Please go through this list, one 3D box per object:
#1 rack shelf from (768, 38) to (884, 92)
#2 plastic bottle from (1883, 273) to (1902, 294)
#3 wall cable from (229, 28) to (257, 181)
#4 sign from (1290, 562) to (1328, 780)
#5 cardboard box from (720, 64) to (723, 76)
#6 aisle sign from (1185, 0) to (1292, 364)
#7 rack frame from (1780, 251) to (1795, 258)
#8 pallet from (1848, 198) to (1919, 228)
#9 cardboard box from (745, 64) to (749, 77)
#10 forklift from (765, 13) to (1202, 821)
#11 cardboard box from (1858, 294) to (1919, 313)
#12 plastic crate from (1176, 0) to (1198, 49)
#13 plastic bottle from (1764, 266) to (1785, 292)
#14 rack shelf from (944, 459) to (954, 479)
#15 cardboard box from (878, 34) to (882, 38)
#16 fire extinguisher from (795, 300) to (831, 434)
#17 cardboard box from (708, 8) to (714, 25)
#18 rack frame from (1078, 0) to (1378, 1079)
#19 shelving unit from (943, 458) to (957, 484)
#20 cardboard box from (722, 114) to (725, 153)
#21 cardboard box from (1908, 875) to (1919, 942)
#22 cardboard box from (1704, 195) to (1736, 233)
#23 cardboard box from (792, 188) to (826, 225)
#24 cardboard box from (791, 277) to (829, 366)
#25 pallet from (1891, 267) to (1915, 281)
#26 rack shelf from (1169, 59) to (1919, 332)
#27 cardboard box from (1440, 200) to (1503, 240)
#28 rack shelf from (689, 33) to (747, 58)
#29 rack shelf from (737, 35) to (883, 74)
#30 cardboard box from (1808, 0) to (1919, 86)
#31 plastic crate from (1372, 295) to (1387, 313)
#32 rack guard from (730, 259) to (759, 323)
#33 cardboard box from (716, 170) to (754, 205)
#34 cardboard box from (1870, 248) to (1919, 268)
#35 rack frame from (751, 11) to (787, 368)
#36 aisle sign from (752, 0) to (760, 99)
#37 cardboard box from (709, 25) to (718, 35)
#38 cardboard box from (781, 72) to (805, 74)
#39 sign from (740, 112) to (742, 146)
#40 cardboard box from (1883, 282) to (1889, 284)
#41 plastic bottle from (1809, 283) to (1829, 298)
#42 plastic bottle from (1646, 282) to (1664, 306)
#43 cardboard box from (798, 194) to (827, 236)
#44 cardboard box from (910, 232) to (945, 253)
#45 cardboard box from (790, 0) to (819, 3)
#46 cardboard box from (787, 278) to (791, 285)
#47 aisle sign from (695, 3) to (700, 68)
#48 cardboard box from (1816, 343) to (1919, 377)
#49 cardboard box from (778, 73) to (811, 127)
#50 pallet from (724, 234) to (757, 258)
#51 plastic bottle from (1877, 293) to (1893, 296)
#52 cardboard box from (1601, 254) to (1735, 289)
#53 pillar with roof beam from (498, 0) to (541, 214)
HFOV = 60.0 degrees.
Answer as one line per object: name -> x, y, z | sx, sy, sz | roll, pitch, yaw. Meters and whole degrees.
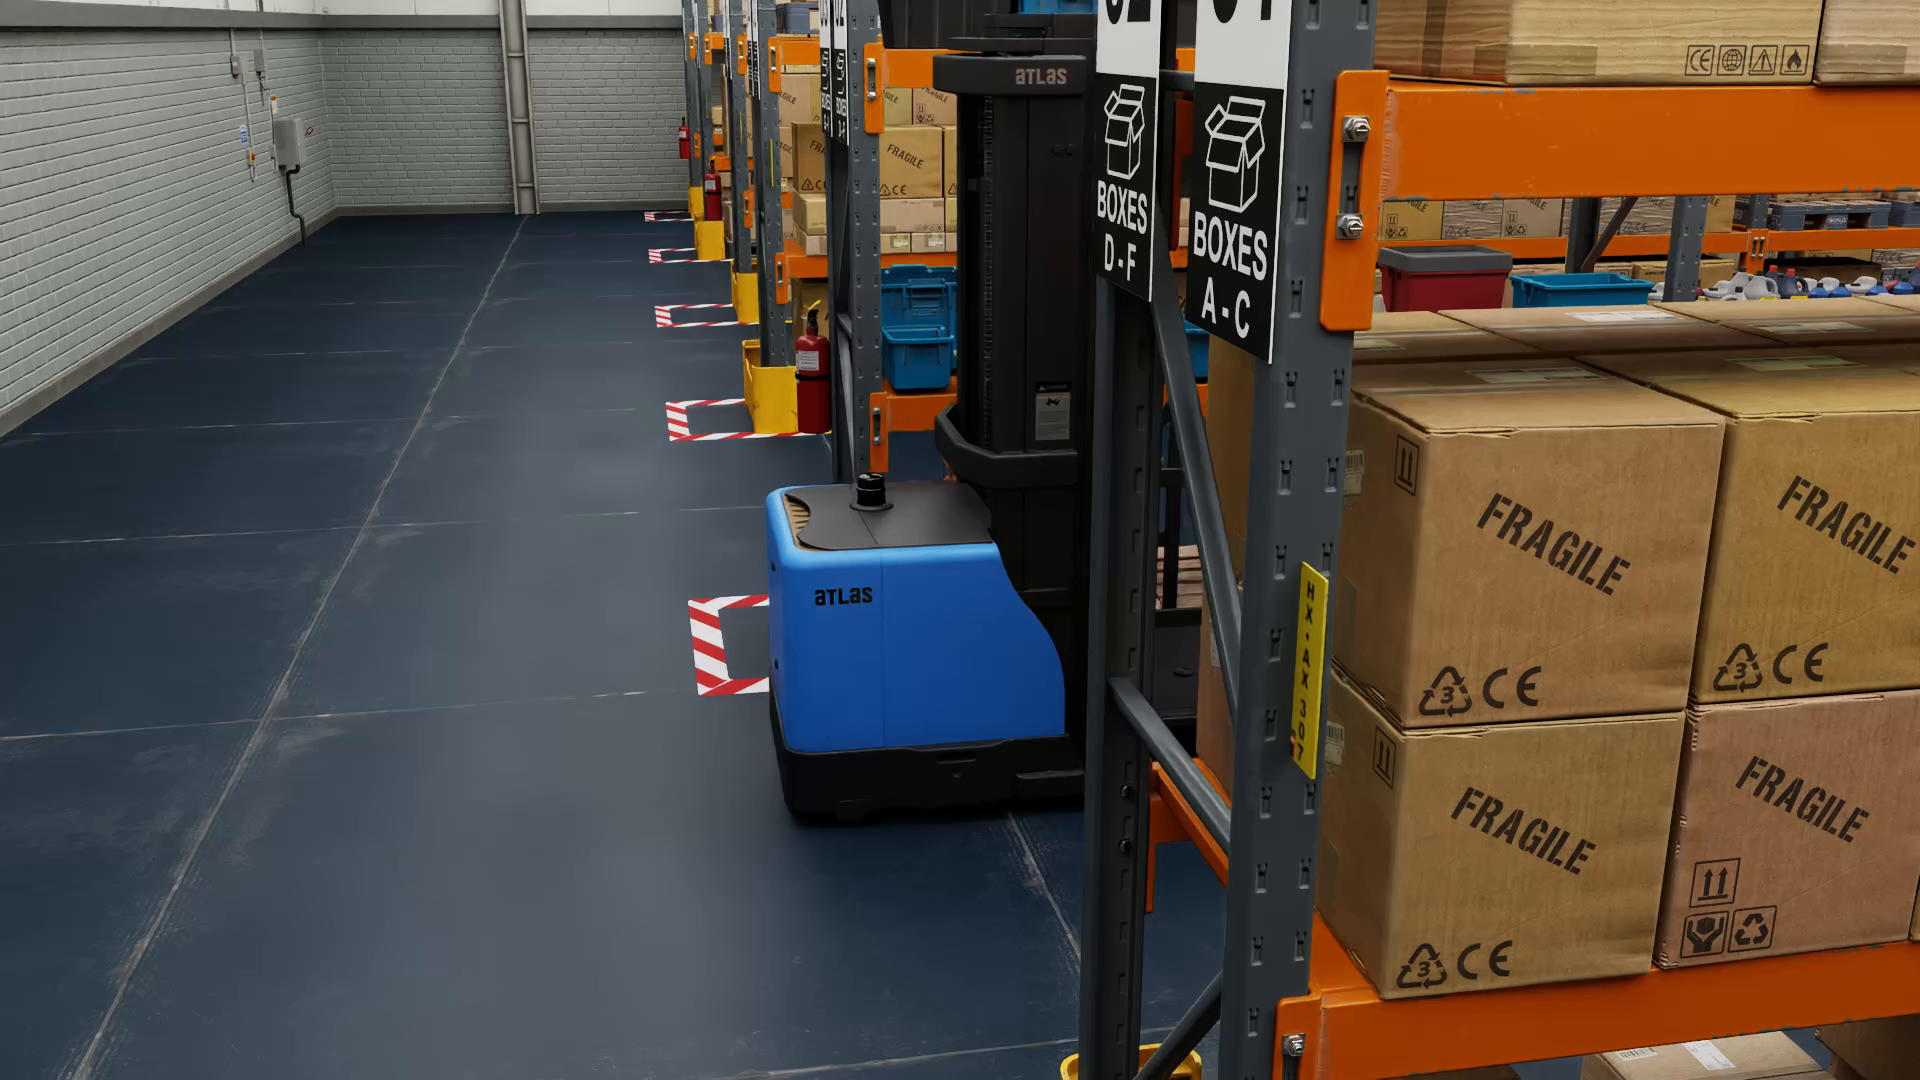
rack shelf -> 0.522, -3.598, 12.534 | 4.000, 0.370, 1.077 | -3, 17, -10
plastic bottle -> 5.184, -1.346, 9.284 | 0.133, 0.283, 0.061 | -3, 17, -10
wall cable -> -8.853, -5.433, 20.609 | 0.123, 1.953, 0.585 | -3, 17, -10
sign -> 0.537, 0.202, 2.571 | 0.005, 0.325, 0.100 | -3, 17, -10
cardboard box -> -3.007, -6.167, 21.804 | 0.250, 0.149, 0.380 | -3, 17, -10
aisle sign -> 0.423, -0.695, 2.538 | 0.004, 0.787, 0.394 | -3, 17, -10
rack frame -> 9.499, -4.501, 19.356 | 0.127, 3.000, 1.000 | -3, 17, -10
pallet -> 8.349, -2.873, 14.383 | 1.213, 0.211, 1.003 | -3, 17, -10
cardboard box -> -2.676, -6.064, 21.470 | 0.250, 0.149, 0.380 | -3, 17, -9
forklift -> 0.754, -0.533, 6.554 | 3.031, 2.935, 1.130 | -3, 17, -10
cardboard box -> 2.327, -0.258, 3.669 | 0.500, 0.500, 0.500 | -3, 17, -9
plastic crate -> 1.051, -2.379, 7.445 | 0.767, 0.338, 0.504 | -3, 17, -10
plastic bottle -> 4.448, -1.324, 9.097 | 0.185, 0.351, 0.144 | -3, 17, -10
rack shelf -> 0.014, -0.417, 9.687 | 0.180, 0.103, 0.258 | -3, 17, -10
cardboard box -> -0.773, -5.206, 16.800 | 0.500, 0.250, 0.500 | -4, 17, -12
fire extinguisher -> -0.736, -0.876, 8.323 | 0.183, 0.674, 0.296 | -3, 17, -10
cardboard box -> -3.779, -8.135, 25.827 | 0.500, 0.250, 0.500 | -3, 17, -11
rack frame -> 0.435, 0.460, 3.205 | 0.053, 2.616, 0.949 | -3, 17, -10
shelving unit -> 0.014, -0.574, 9.638 | 0.189, 1.200, 0.258 | -3, 17, -10
cardboard box -> -2.898, -5.405, 22.129 | 0.500, 0.500, 0.500 | -3, 17, -10
cardboard box -> 1.919, 0.405, 3.213 | 0.500, 0.500, 0.500 | -3, 17, -11
cardboard box -> 5.976, -2.791, 13.620 | 0.500, 0.500, 0.500 | -3, 17, -9
cardboard box -> -1.016, -2.571, 12.821 | 0.500, 0.250, 0.500 | -4, 17, -11
cardboard box -> -0.828, -1.641, 12.948 | 0.875, 0.875, 0.875 | -3, 17, -10
pallet -> 11.461, -3.256, 20.054 | 1.213, 0.211, 1.003 | -3, 17, -10
rack shelf -> 2.398, -0.742, 3.236 | 4.000, 0.370, 1.077 | -3, 17, -10
cardboard box -> 3.970, -2.677, 13.248 | 0.500, 0.500, 0.500 | -4, 17, -12
rack shelf -> -2.303, -7.886, 26.493 | 4.000, 0.370, 1.077 | -3, 17, -10
rack shelf -> -0.319, -5.034, 17.208 | 4.000, 0.370, 1.077 | -3, 17, -10
cardboard box -> 1.480, -0.882, 2.722 | 0.500, 0.250, 0.500 | -3, 17, -10
plastic crate -> 1.892, -1.132, 8.487 | 0.530, 0.282, 0.437 | -3, 17, -10
rack guard -> -2.208, -2.642, 17.561 | 0.348, 0.500, 1.175 | -3, 17, -10
cardboard box -> -3.648, -5.698, 26.792 | 0.637, 0.503, 0.797 | -4, 18, -13
cardboard box -> 11.014, -3.752, 19.822 | 0.875, 0.875, 0.875 | -3, 17, -10
rack frame -> -1.441, -2.397, 12.506 | 0.127, 3.000, 1.000 | -3, 17, -10
aisle sign -> -1.455, -3.549, 11.830 | 0.004, 0.787, 0.394 | -3, 17, -10
cardboard box -> -3.909, -7.949, 25.901 | 0.250, 0.149, 0.380 | -3, 17, -9
cardboard box -> -1.881, -4.597, 17.291 | 0.500, 0.500, 0.500 | -4, 17, -12
sign -> -2.180, -4.090, 16.543 | 0.005, 0.325, 0.100 | -3, 17, -10
cardboard box -> 8.165, -1.969, 14.621 | 0.500, 0.500, 0.700 | -2, 17, -6
plastic bottle -> 4.647, -1.259, 9.021 | 0.097, 0.271, 0.097 | 0, 17, 0
plastic bottle -> 3.751, -1.248, 8.976 | 0.135, 0.276, 0.152 | -3, 17, -10
cardboard box -> -0.919, -2.416, 12.318 | 0.500, 0.250, 0.500 | -4, 17, -12
cardboard box -> -0.271, -2.245, 12.441 | 0.250, 0.149, 0.380 | -4, 17, -11
cardboard box -> -0.941, -4.171, 12.119 | 0.500, 0.500, 0.700 | -4, 18, -14
cardboard box -> -1.720, -2.768, 17.347 | 0.250, 0.149, 0.380 | -3, 17, -8
aisle sign -> -3.337, -6.409, 21.140 | 0.004, 0.787, 0.394 | -3, 17, -10
cardboard box -> 1.924, -0.073, 3.067 | 0.500, 0.500, 0.500 | -3, 17, -10
cardboard box -> -1.792, -4.449, 16.807 | 0.500, 0.500, 0.500 | -3, 17, -11
pallet -> -2.551, -3.988, 22.435 | 1.213, 0.211, 1.003 | -3, 17, -10
plastic bottle -> 4.833, -1.144, 8.638 | 0.135, 0.276, 0.152 | -3, 17, -10
cardboard box -> 5.732, -1.995, 14.102 | 0.875, 0.875, 1.225 | -4, 18, -13
pillar with roof beam -> -6.268, -8.421, 21.901 | 0.400, 9.000, 9.100 | -3, 17, -10
